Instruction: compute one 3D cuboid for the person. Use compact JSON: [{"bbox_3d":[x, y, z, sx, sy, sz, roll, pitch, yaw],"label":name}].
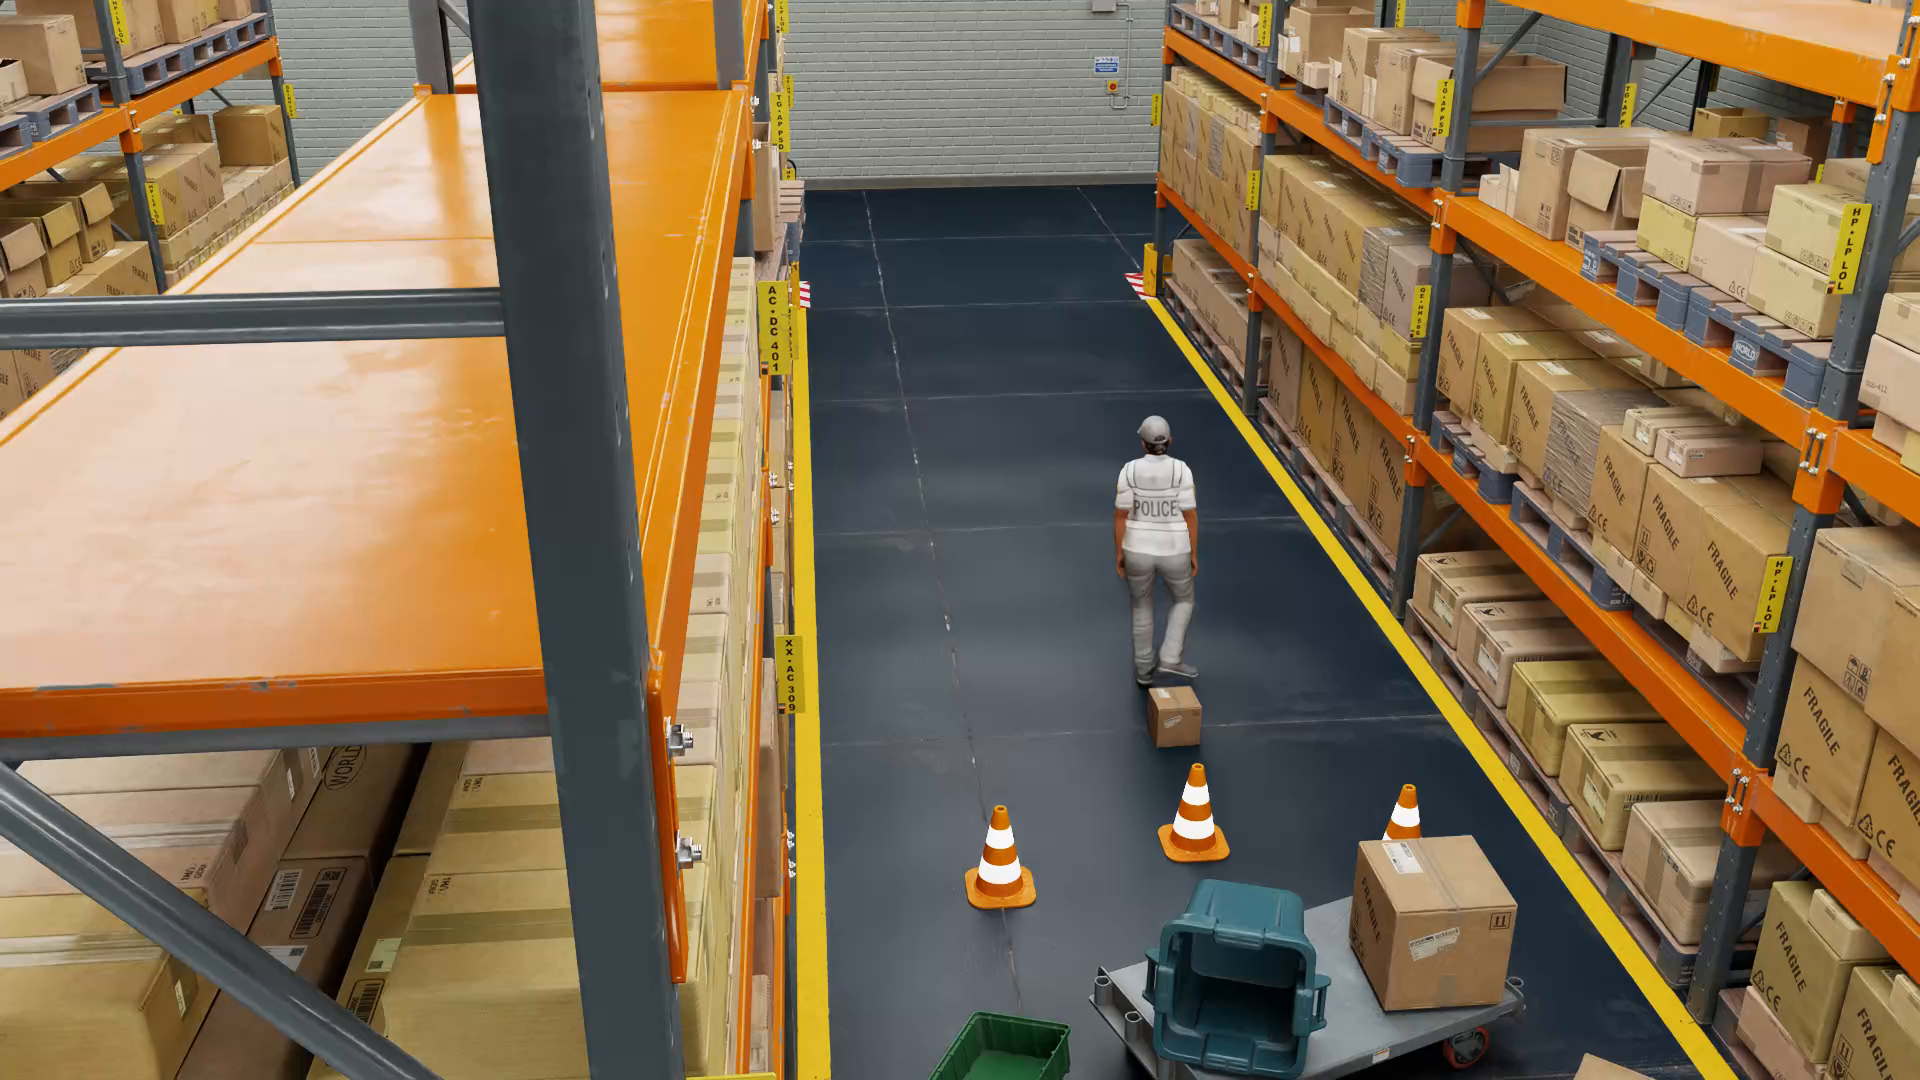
[{"bbox_3d":[1.182,0.093,9.883,0.557,1.656,0.572,4,24,9],"label":"person"}]
